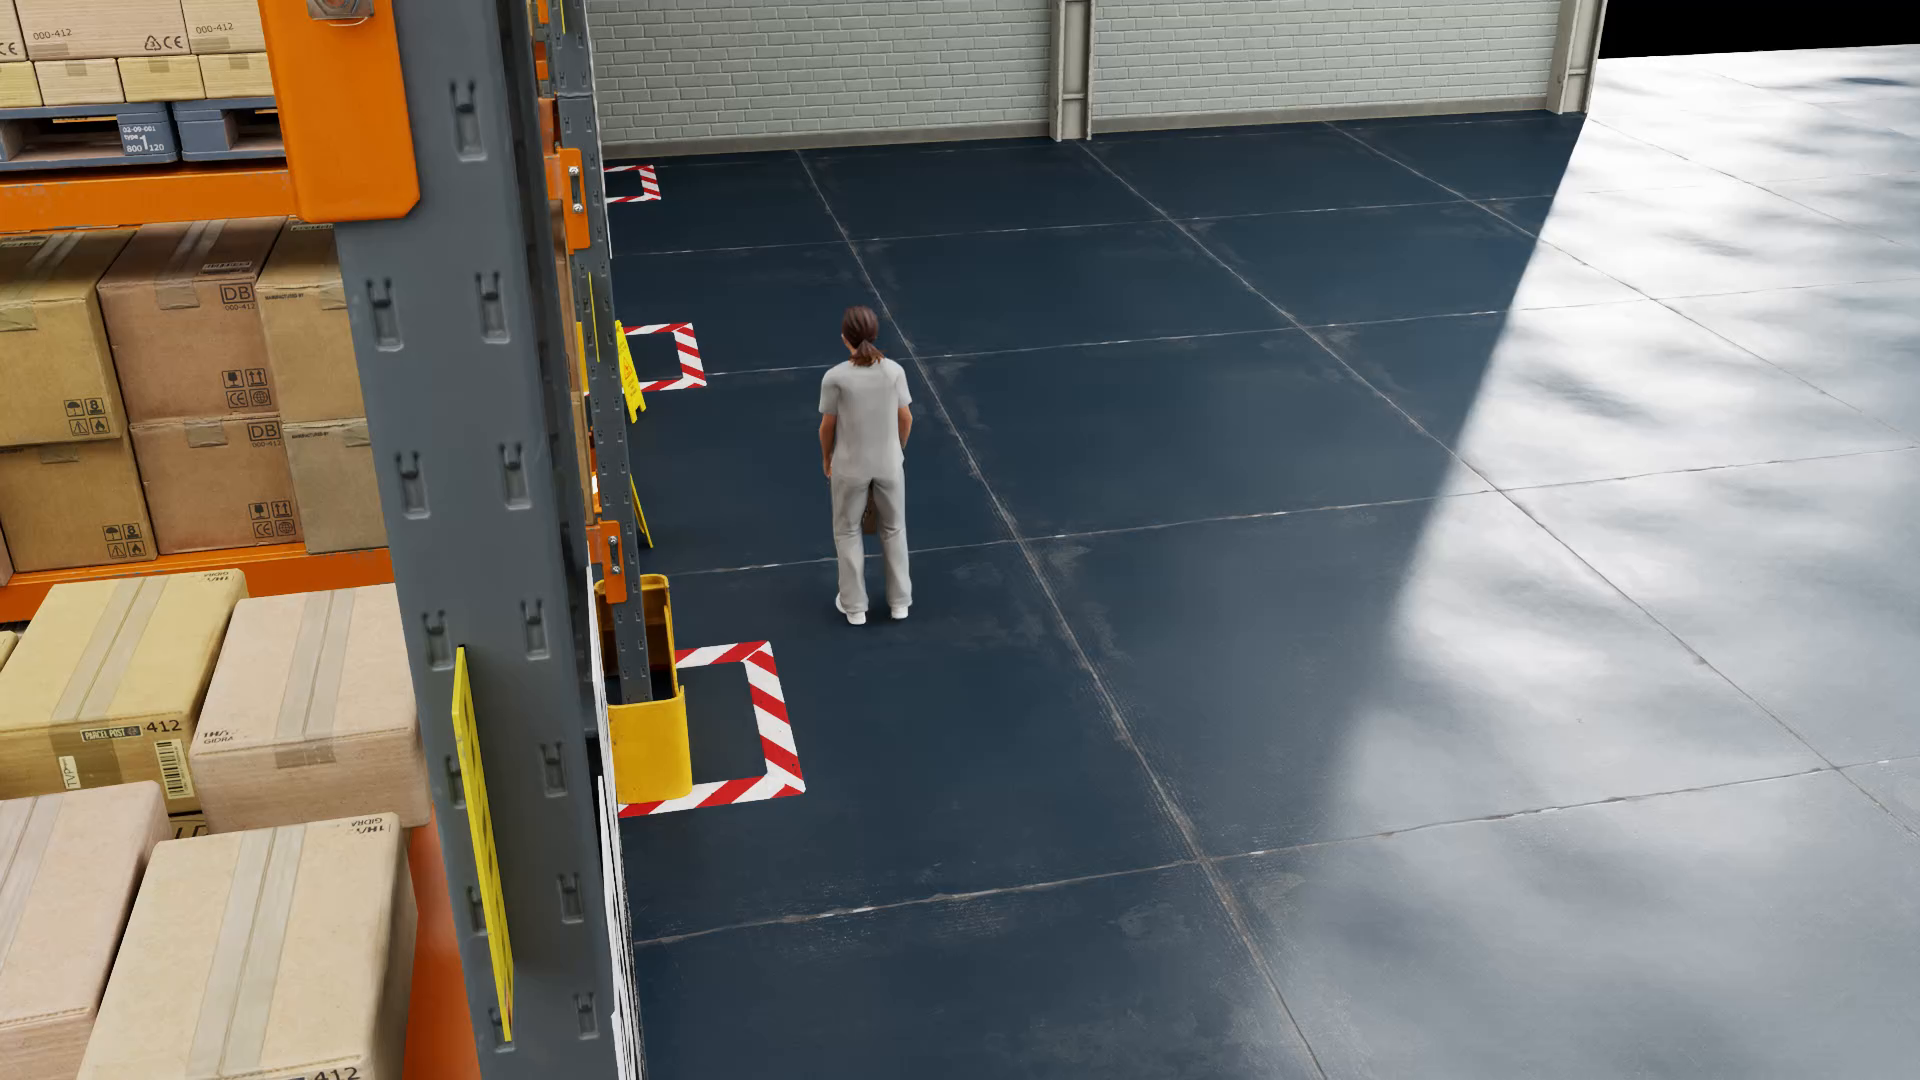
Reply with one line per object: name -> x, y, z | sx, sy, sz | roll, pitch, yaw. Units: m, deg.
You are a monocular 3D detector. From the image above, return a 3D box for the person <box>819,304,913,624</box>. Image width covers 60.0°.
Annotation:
person -> -0.469, -0.368, 8.341 | 0.474, 1.676, 0.359 | -7, 28, -13
